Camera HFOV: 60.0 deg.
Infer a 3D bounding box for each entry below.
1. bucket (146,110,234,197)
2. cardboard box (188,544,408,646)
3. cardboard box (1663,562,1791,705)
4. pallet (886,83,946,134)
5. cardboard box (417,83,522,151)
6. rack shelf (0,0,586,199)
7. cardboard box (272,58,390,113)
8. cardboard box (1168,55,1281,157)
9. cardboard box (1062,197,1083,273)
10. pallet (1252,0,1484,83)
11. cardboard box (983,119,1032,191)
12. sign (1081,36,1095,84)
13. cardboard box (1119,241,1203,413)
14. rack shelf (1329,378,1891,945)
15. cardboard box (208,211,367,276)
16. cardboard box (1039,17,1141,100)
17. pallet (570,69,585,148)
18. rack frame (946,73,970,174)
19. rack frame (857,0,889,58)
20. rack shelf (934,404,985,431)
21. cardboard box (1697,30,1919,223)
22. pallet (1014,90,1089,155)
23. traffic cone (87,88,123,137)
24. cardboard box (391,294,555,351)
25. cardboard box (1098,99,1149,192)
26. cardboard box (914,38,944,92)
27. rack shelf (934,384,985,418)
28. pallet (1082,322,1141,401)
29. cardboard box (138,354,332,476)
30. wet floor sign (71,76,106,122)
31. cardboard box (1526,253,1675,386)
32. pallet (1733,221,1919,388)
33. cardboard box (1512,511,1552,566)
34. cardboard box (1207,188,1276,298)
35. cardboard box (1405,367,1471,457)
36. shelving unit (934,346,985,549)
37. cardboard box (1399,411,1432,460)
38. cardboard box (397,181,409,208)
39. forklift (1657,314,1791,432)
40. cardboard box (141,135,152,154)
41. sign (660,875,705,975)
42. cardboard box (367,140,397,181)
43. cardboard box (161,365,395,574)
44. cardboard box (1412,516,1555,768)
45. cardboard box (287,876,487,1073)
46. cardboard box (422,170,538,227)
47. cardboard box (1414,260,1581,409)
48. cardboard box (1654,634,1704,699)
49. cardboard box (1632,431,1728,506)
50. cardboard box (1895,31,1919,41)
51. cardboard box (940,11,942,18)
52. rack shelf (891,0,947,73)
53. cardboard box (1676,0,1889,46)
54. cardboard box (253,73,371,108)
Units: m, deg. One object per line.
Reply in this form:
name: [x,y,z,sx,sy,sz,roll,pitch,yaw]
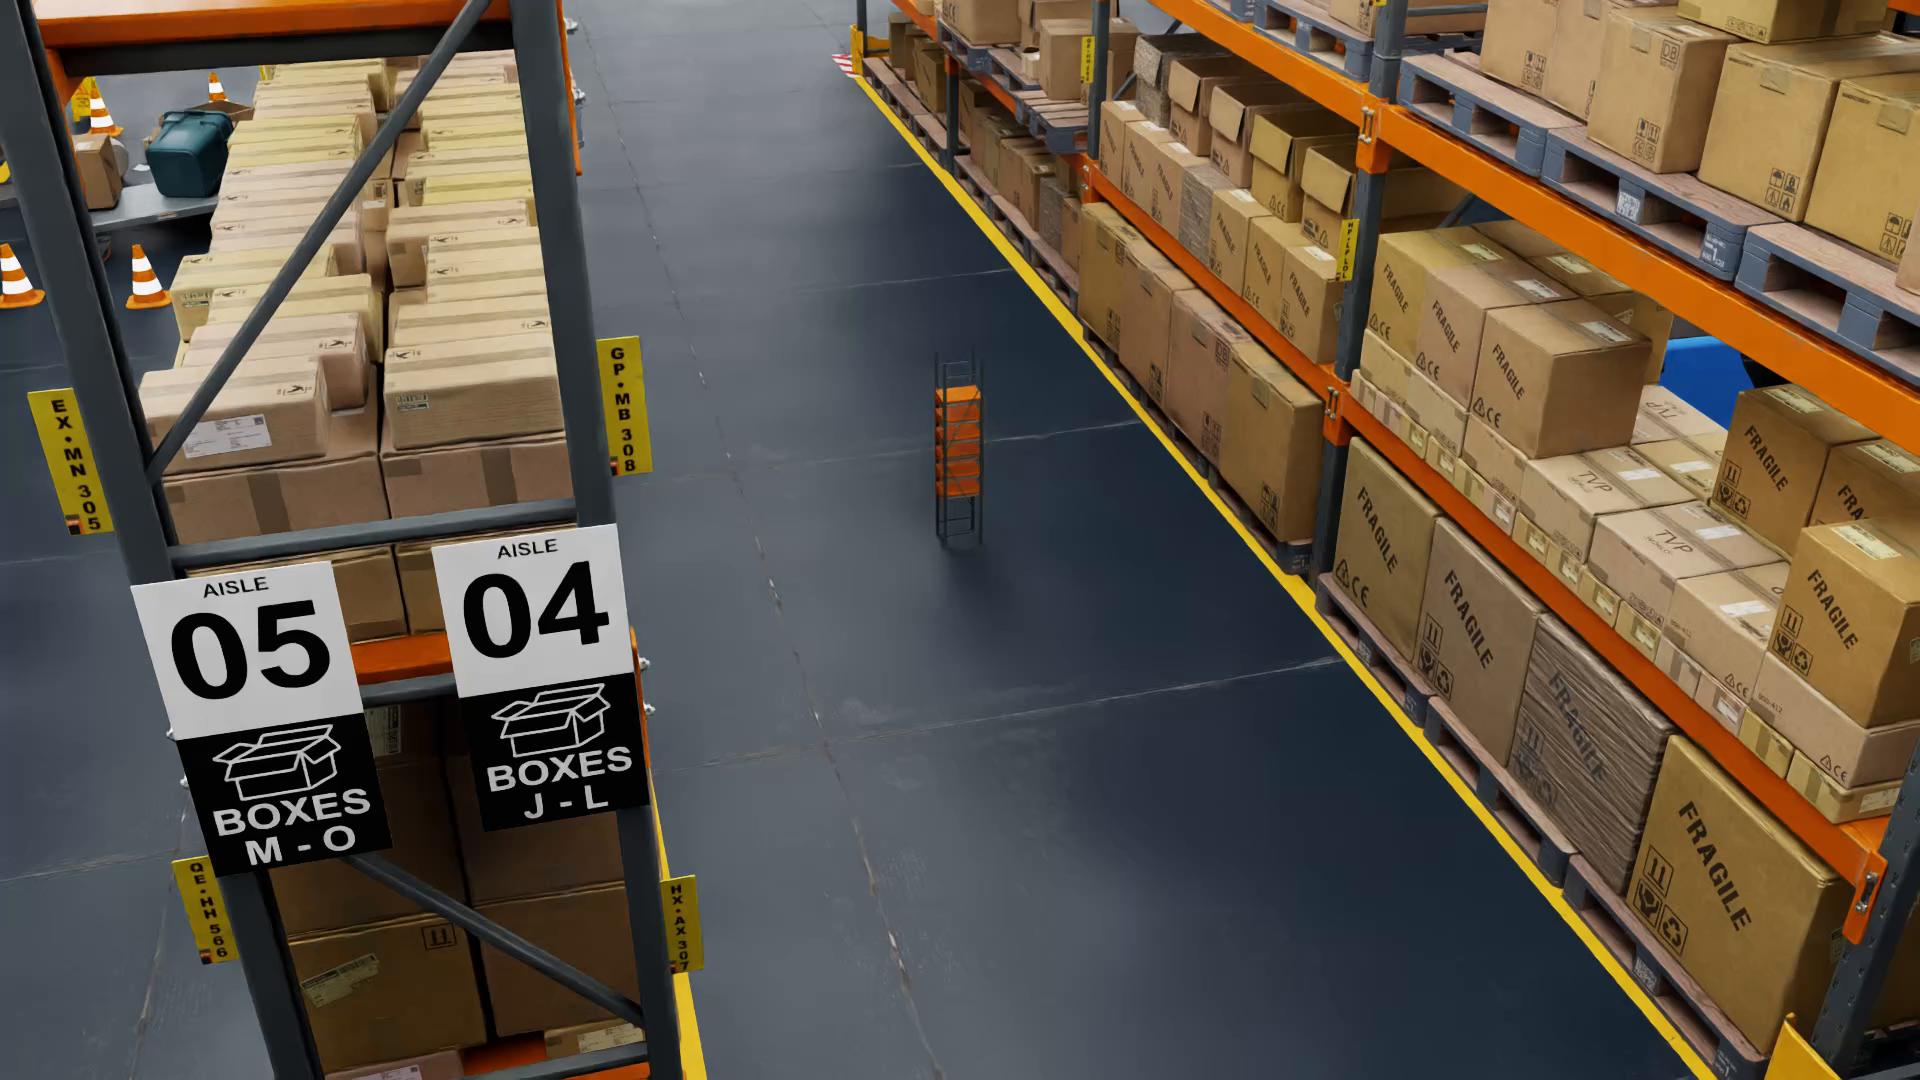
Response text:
bucket: [-6.700,-3.335,14.499,0.726,0.611,0.620,2,40,4]
cardboard box: [-1.632,0.043,4.067,0.500,0.250,0.500,-9,31,-14]
cardboard box: [3.034,0.343,6.247,0.500,0.250,0.500,-8,31,-14]
pallet: [-0.172,-4.649,17.802,1.003,0.211,1.213,-8,31,-13]
cardboard box: [-1.687,-1.476,5.795,0.380,0.149,0.250,-9,31,-15]
rack shelf: [-1.787,-1.789,4.810,1.077,0.370,4.000,-8,31,-13]
cardboard box: [-2.313,-1.671,6.132,0.380,0.149,0.250,-8,31,-14]
cardboard box: [1.778,-2.820,10.758,0.797,0.503,0.637,-7,31,-12]
cardboard box: [1.232,-2.443,13.264,0.700,0.500,0.500,-9,31,-16]
pallet: [2.200,-2.733,8.906,0.805,0.209,1.217,-9,31,-15]
cardboard box: [0.618,-3.522,15.127,0.700,0.500,0.500,-8,31,-14]
sign: [0.909,-3.404,11.790,0.100,0.325,0.005,-8,31,-13]
cardboard box: [1.822,-1.508,11.294,1.225,0.875,0.875,-8,31,-13]
rack shelf: [3.022,0.196,7.367,1.077,0.370,4.000,-8,31,-13]
cardboard box: [-1.851,-0.782,4.597,0.380,0.149,0.250,-9,31,-14]
cardboard box: [1.003,-3.750,12.947,0.700,0.500,0.500,-3,30,-6]
pallet: [-2.379,-2.000,7.635,1.213,0.211,1.003,-8,31,-13]
rack frame: [0.368,-4.945,15.531,1.000,3.000,0.127,-8,31,-13]
rack frame: [-0.694,-6.877,18.869,1.000,3.000,0.127,-8,31,-13]
rack shelf: [-0.004,-0.696,9.595,0.258,0.103,0.180,-8,31,-13]
cardboard box: [3.146,-1.491,5.950,0.700,0.500,0.500,-10,32,-17]
pallet: [1.138,-3.260,12.811,1.213,0.211,1.003,-8,31,-13]
traffic cone: [-8.891,-4.426,17.165,0.336,0.463,0.334,-8,31,-13]
cardboard box: [-1.173,-0.473,4.063,0.380,0.149,0.250,-7,31,-11]
cardboard box: [1.296,-2.786,11.700,0.500,0.500,0.500,-7,31,-12]
cardboard box: [-0.205,-5.084,17.847,0.500,0.500,0.500,-5,30,-9]
rack shelf: [-0.004,-0.799,9.535,0.258,0.103,0.180,-8,31,-13]
pallet: [1.566,-1.416,12.216,1.003,0.211,1.213,-8,31,-13]
cardboard box: [-1.628,-0.283,3.733,0.380,0.149,0.250,-8,31,-14]
wet floor sign: [-9.267,-4.775,17.586,0.267,0.644,0.232,2,30,4]
cardboard box: [3.000,-1.041,7.889,0.500,0.500,0.500,-8,31,-13]
pallet: [3.346,-0.766,5.405,1.003,0.211,1.213,-8,31,-13]
cardboard box: [2.664,-0.033,7.295,0.380,0.149,0.250,-9,31,-15]
cardboard box: [1.834,-1.806,10.007,0.500,0.500,0.500,-8,31,-14]
cardboard box: [2.490,-0.643,7.950,0.500,0.250,0.500,-8,31,-14]
shelving unit: [-0.004,-0.526,9.693,0.258,1.200,0.189,-8,31,-13]
cardboard box: [2.389,-0.532,8.156,0.380,0.149,0.250,-7,31,-12]
cardboard box: [-1.520,-0.977,5.331,0.500,0.250,0.500,-9,31,-15]
forklift: [5.237,-1.884,10.310,3.031,2.935,1.130,-7,31,-11]
cardboard box: [-7.953,-3.962,16.677,0.380,0.149,0.250,7,31,13]
sign: [-0.733,1.014,4.370,0.100,0.325,0.005,-8,31,-13]
cardboard box: [-2.174,-1.170,5.665,0.500,0.250,0.500,-7,31,-12]
cardboard box: [-1.624,-0.177,3.949,0.500,0.250,0.500,-9,31,-15]
cardboard box: [2.828,0.420,7.962,0.875,0.875,0.875,-8,31,-13]
cardboard box: [-1.623,1.106,4.679,0.500,0.500,0.500,-7,31,-12]
cardboard box: [-1.387,-0.982,4.942,0.380,0.149,0.250,-7,31,-12]
cardboard box: [2.495,-0.966,7.759,0.500,0.500,0.500,-8,31,-13]
cardboard box: [2.939,0.463,6.438,0.380,0.149,0.250,-7,31,-12]
cardboard box: [3.268,-0.226,7.230,0.500,0.250,0.500,-8,31,-14]
cardboard box: [10.304,-5.338,17.974,0.500,0.311,0.500,-8,31,-13]
cardboard box: [0.027,-4.901,15.706,0.380,0.149,0.250,-8,31,-13]
rack shelf: [-0.163,-5.600,17.380,1.077,0.370,4.000,-8,31,-13]
cardboard box: [3.026,-2.018,6.111,0.500,0.250,0.500,-9,31,-15]
cardboard box: [-2.288,-1.539,5.904,0.380,0.149,0.250,-9,31,-15]
